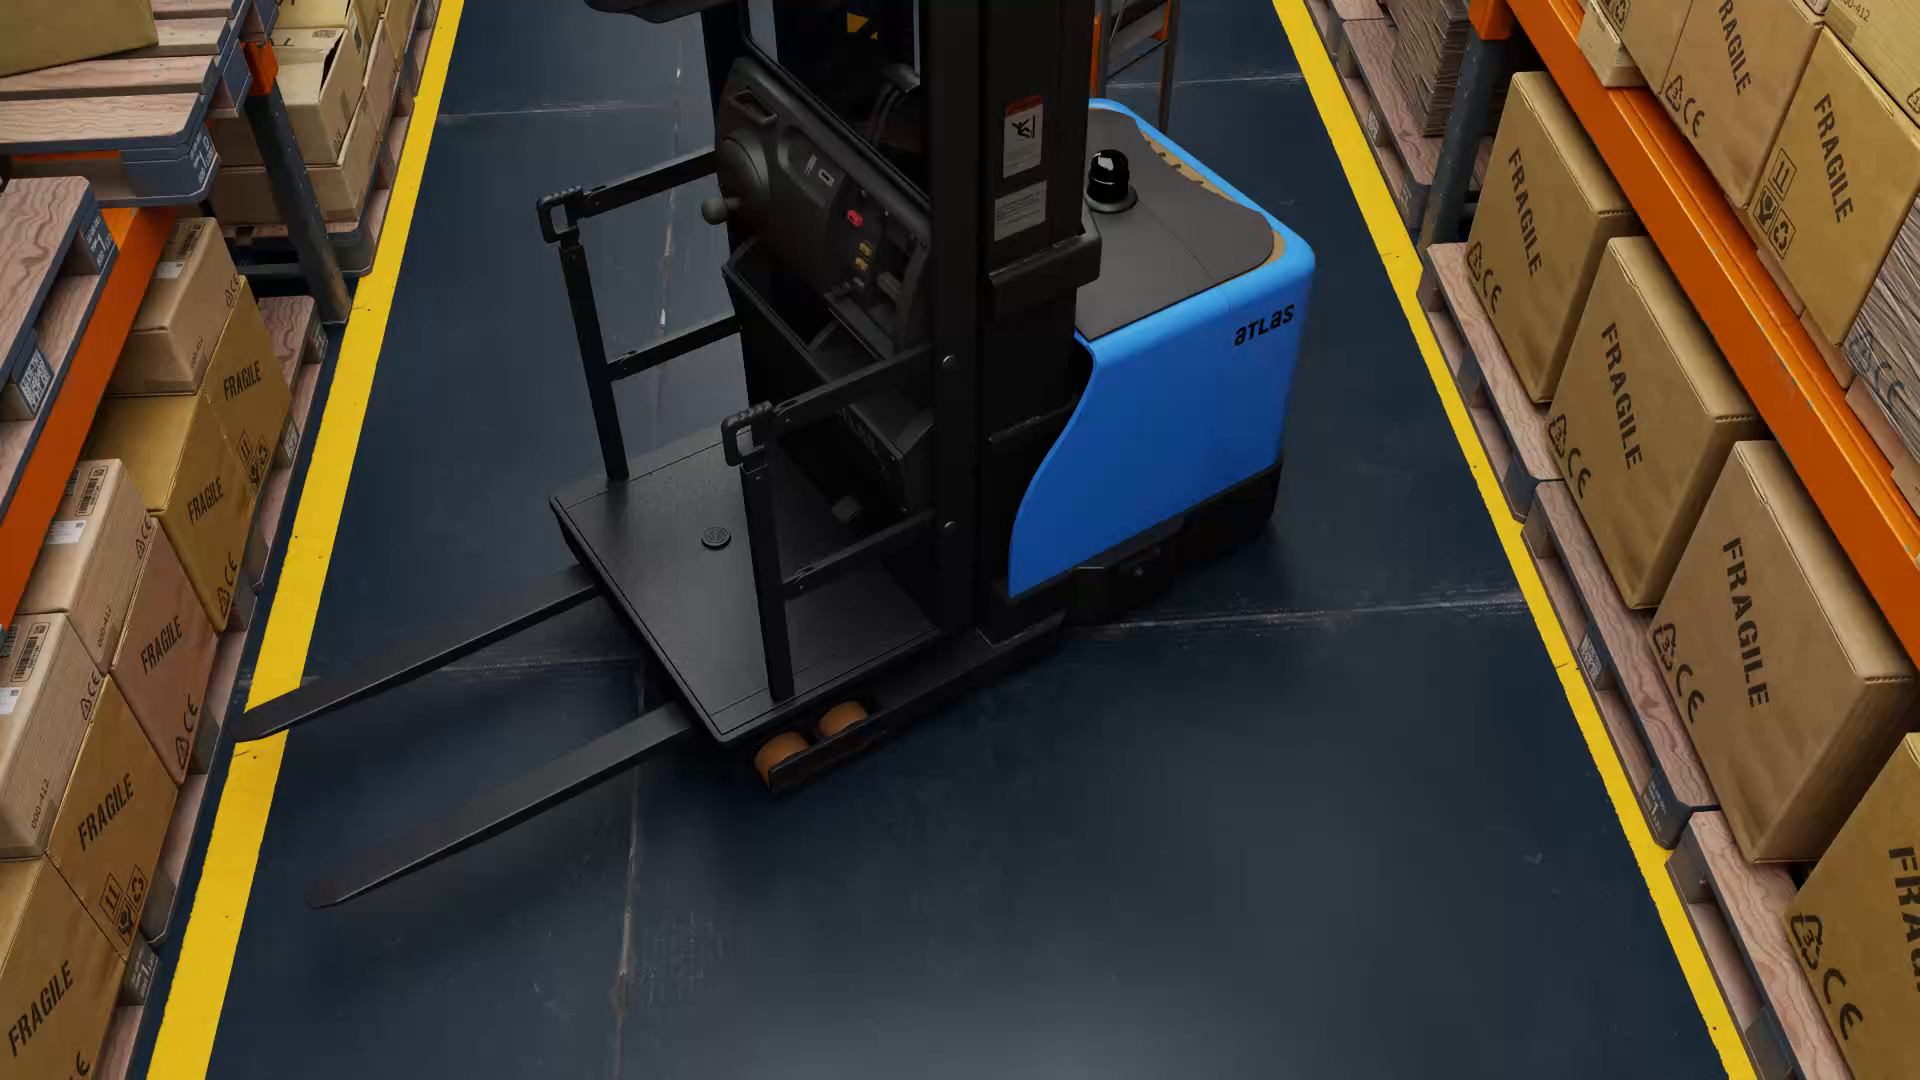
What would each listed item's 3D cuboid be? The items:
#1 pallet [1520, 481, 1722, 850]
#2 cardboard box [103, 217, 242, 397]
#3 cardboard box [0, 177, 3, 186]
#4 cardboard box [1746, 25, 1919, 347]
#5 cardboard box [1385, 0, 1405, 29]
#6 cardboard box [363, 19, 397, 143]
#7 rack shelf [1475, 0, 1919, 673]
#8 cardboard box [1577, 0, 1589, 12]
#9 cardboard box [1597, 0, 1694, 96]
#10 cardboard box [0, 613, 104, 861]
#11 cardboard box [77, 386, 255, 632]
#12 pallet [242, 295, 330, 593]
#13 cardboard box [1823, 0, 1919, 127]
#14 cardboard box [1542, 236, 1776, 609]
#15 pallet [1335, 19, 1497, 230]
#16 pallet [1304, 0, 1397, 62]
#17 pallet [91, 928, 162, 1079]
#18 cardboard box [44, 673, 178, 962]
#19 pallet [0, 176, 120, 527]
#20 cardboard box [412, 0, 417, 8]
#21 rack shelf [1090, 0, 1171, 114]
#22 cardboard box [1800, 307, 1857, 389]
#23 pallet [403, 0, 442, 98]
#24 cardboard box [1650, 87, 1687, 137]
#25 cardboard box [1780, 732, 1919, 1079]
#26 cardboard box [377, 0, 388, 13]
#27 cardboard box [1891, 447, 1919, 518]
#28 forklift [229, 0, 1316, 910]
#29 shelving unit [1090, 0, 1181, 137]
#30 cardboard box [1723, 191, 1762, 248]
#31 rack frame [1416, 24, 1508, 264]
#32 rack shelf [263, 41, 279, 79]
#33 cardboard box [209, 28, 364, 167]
[{"bbox_3d":[2.318,0.296,4.824,1.003,0.211,1.213,-3,47,-3],"label":"pallet"},{"bbox_3d":[-2.387,-0.661,4.712,0.500,0.250,0.500,-2,47,-2],"label":"cardboard box"},{"bbox_3d":[-2.657,-0.871,3.651,0.700,0.500,0.500,4,47,4],"label":"cardboard box"},{"bbox_3d":[2.140,-0.780,3.635,0.500,0.500,0.500,-2,47,-2],"label":"cardboard box"},{"bbox_3d":[2.188,-2.308,6.788,0.700,0.500,0.500,-4,47,-3],"label":"cardboard box"},{"bbox_3d":[-2.502,-1.774,6.469,0.500,0.250,0.500,-5,47,-4],"label":"cardboard box"},{"bbox_3d":[2.395,-0.424,4.081,1.077,0.370,4.000,-3,47,-3],"label":"rack shelf"},{"bbox_3d":[2.037,-1.604,4.862,0.380,0.149,0.250,-3,47,-3],"label":"cardboard box"},{"bbox_3d":[2.048,-1.515,4.332,0.500,0.500,0.500,-2,47,-2],"label":"cardboard box"},{"bbox_3d":[-2.255,0.442,3.668,0.500,0.250,0.500,-3,47,-3],"label":"cardboard box"},{"bbox_3d":[-2.353,-0.069,4.668,0.500,0.500,0.500,-5,47,-5],"label":"cardboard box"},{"bbox_3d":[-2.683,-0.313,5.401,1.003,0.211,1.213,-3,47,-3],"label":"pallet"},{"bbox_3d":[2.149,-1.056,3.380,0.500,0.250,0.500,-4,47,-4],"label":"cardboard box"},{"bbox_3d":[2.226,-0.349,4.706,0.750,0.750,0.750,-4,47,-3],"label":"cardboard box"},{"bbox_3d":[2.164,-1.725,6.738,1.003,0.211,1.213,-3,47,-3],"label":"pallet"},{"bbox_3d":[2.065,-2.606,7.572,1.003,0.211,1.213,-3,47,-3],"label":"pallet"},{"bbox_3d":[-2.479,1.452,3.729,1.003,0.211,1.213,-3,47,-3],"label":"pallet"},{"bbox_3d":[-2.261,0.676,3.963,0.500,0.500,0.500,-3,47,-3],"label":"cardboard box"},{"bbox_3d":[-2.541,-0.342,3.640,1.003,0.211,1.213,-3,47,-3],"label":"pallet"},{"bbox_3d":[-2.594,-2.521,7.176,0.500,0.250,0.500,-3,47,-2],"label":"cardboard box"},{"bbox_3d":[0.374,-1.612,5.349,0.480,0.518,0.431,33,55,27],"label":"rack shelf"},{"bbox_3d":[2.179,-0.487,3.804,0.380,0.149,0.250,-2,47,-2],"label":"cardboard box"},{"bbox_3d":[-2.837,-2.334,7.315,1.003,0.211,1.213,-3,47,-3],"label":"pallet"},{"bbox_3d":[2.119,-1.232,4.510,0.380,0.149,0.250,-4,47,-4],"label":"cardboard box"},{"bbox_3d":[2.379,0.908,3.515,0.750,0.750,0.750,-3,47,-3],"label":"cardboard box"},{"bbox_3d":[-2.552,-2.352,6.630,0.500,0.311,0.500,-5,47,-4],"label":"cardboard box"},{"bbox_3d":[2.196,-0.112,3.449,0.380,0.149,0.250,-3,47,-3],"label":"cardboard box"},{"bbox_3d":[-0.520,-0.757,3.949,3.031,2.935,1.130,-26,52,-22],"label":"forklift"},{"bbox_3d":[0.374,-1.621,5.339,0.503,2.100,0.431,33,55,27],"label":"shelving unit"},{"bbox_3d":[2.160,-0.857,4.155,0.380,0.149,0.250,-3,47,-3],"label":"cardboard box"},{"bbox_3d":[2.228,-2.118,5.190,1.000,3.000,0.127,-3,47,-3],"label":"rack frame"},{"bbox_3d":[-2.876,-3.014,6.534,1.077,0.370,4.000,-3,47,-3],"label":"rack shelf"},{"bbox_3d":[-2.459,-1.603,5.921,0.500,0.311,0.500,-2,47,-2],"label":"cardboard box"}]
